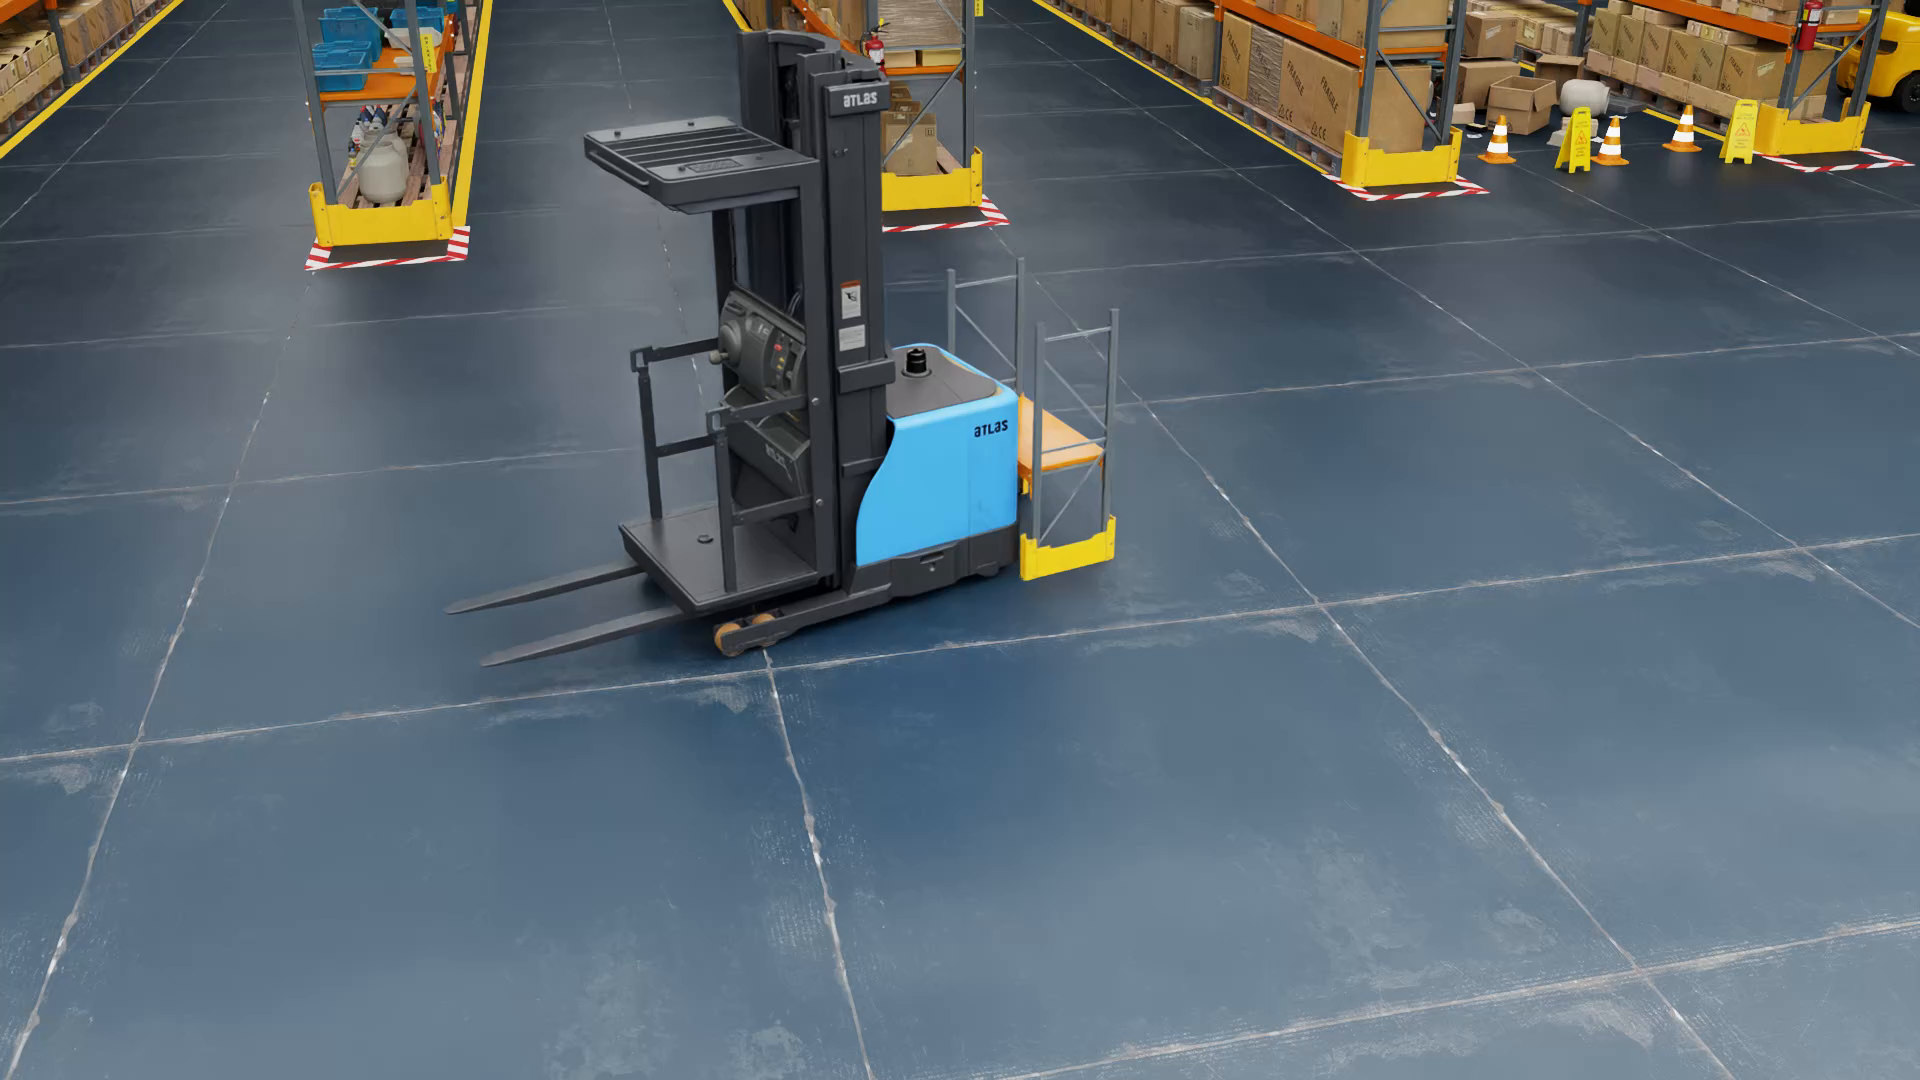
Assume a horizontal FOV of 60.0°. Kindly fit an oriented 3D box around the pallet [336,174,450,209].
[{"bbox_3d":[-5.430,-3.222,15.900,1.003,0.211,1.213,-6,27,-12],"label":"pallet"}]

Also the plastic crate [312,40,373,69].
[{"bbox_3d":[-5.734,-4.490,15.482,0.499,0.251,0.408,-6,27,-12],"label":"plastic crate"}]

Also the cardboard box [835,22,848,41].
[{"bbox_3d":[-1.069,-5.224,17.050,0.380,0.149,0.250,-6,27,-12],"label":"cardboard box"}]

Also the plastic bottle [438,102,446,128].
[{"bbox_3d":[-5.660,-4.644,18.147,0.061,0.283,0.133,-5,27,-9],"label":"plastic bottle"}]

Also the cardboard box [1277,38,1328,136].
[{"bbox_3d":[4.074,-4.960,18.139,0.875,0.875,0.875,-6,27,-12],"label":"cardboard box"}]

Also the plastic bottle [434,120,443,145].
[{"bbox_3d":[-5.516,-4.267,17.409,0.152,0.276,0.135,-5,27,-11],"label":"plastic bottle"}]

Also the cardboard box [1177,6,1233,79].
[{"bbox_3d":[3.363,-6.246,20.827,1.050,0.750,0.750,-6,27,-12],"label":"cardboard box"}]

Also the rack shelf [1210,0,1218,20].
[{"bbox_3d":[3.140,-7.357,21.795,1.077,0.370,4.000,-6,27,-12],"label":"rack shelf"}]

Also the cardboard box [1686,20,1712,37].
[{"bbox_3d":[8.598,-5.881,19.106,0.380,0.149,0.250,-5,27,-9],"label":"cardboard box"}]

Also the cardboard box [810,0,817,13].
[{"bbox_3d":[-1.466,-5.992,18.572,0.380,0.149,0.250,-6,27,-12],"label":"cardboard box"}]

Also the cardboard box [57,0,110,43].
[{"bbox_3d":[-11.997,-7.080,22.734,0.500,0.500,0.500,-7,28,-13],"label":"cardboard box"}]

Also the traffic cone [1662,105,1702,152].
[{"bbox_3d":[7.938,-4.516,18.184,0.336,0.463,0.334,-6,27,-12],"label":"traffic cone"}]

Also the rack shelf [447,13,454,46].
[{"bbox_3d":[-6.541,-6.394,19.888,1.077,0.370,4.000,-6,27,-12],"label":"rack shelf"}]

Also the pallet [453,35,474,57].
[{"bbox_3d":[-7.210,-6.690,22.771,1.003,0.211,1.213,-6,27,-12],"label":"pallet"}]

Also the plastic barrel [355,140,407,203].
[{"bbox_3d":[-5.412,-3.439,15.530,0.421,0.512,0.421,0,27,0],"label":"plastic barrel"}]

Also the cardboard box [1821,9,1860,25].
[{"bbox_3d":[9.417,-5.649,17.891,0.380,0.149,0.250,-6,27,-11],"label":"cardboard box"}]

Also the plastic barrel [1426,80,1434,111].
[{"bbox_3d":[5.341,-5.307,19.795,0.512,0.421,0.421,13,30,24],"label":"plastic barrel"}]

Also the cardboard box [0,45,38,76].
[{"bbox_3d":[-11.226,-5.648,19.574,0.500,0.311,0.500,-6,27,-12],"label":"cardboard box"}]

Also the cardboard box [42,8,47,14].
[{"bbox_3d":[-12.374,-6.787,22.153,0.500,0.500,0.500,-7,28,-13],"label":"cardboard box"}]

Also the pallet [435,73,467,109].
[{"bbox_3d":[-6.583,-5.470,20.353,1.003,0.211,1.213,-6,27,-12],"label":"pallet"}]

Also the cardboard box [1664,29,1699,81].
[{"bbox_3d":[8.629,-5.662,19.392,0.500,0.500,0.500,-7,28,-13],"label":"cardboard box"}]

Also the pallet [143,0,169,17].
[{"bbox_3d":[-13.152,-8.441,26.240,1.003,0.211,1.213,-6,27,-12],"label":"pallet"}]

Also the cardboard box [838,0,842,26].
[{"bbox_3d":[-0.761,-5.437,16.753,0.875,0.500,0.500,-6,27,-12],"label":"cardboard box"}]

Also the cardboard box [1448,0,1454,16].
[{"bbox_3d":[7.606,-7.868,24.460,0.950,0.372,0.625,-8,28,-15],"label":"cardboard box"}]

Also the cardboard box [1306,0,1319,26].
[{"bbox_3d":[4.215,-5.767,17.680,0.875,0.550,0.550,-6,27,-12],"label":"cardboard box"}]

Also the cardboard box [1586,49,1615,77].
[{"bbox_3d":[8.260,-6.020,20.934,0.500,0.250,0.500,-7,28,-14],"label":"cardboard box"}]

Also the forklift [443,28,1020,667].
[{"bbox_3d":[-1.194,-0.981,8.442,3.031,2.935,1.130,-15,31,-28],"label":"forklift"}]

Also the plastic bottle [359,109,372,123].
[{"bbox_3d":[-6.270,-4.372,17.534,0.144,0.351,0.185,-7,28,-14],"label":"plastic bottle"}]

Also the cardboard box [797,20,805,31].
[{"bbox_3d":[-1.724,-6.394,21.376,0.700,0.500,0.500,-4,27,-7],"label":"cardboard box"}]

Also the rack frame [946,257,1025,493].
[{"bbox_3d":[0.149,-0.918,9.904,0.500,1.500,0.032,-13,30,-24],"label":"rack frame"}]

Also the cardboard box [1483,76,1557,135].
[{"bbox_3d":[6.429,-4.990,19.078,0.637,0.503,0.797,19,32,32],"label":"cardboard box"}]

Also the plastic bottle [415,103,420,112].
[{"bbox_3d":[-5.805,-4.583,17.953,0.144,0.351,0.185,-6,27,-12],"label":"plastic bottle"}]

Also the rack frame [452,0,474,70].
[{"bbox_3d":[-6.992,-7.593,21.465,1.000,3.000,0.127,-6,27,-12],"label":"rack frame"}]

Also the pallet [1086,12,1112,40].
[{"bbox_3d":[2.514,-7.654,24.680,1.003,0.211,1.213,-6,27,-12],"label":"pallet"}]

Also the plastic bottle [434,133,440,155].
[{"bbox_3d":[-5.371,-4.038,16.961,0.097,0.271,0.097,0,27,0],"label":"plastic bottle"}]

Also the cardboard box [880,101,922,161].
[{"bbox_3d":[-0.656,-4.191,17.032,0.500,0.500,0.500,1,27,2],"label":"cardboard box"}]

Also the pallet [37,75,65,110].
[{"bbox_3d":[-11.671,-5.482,20.377,1.003,0.211,1.213,-6,27,-12],"label":"pallet"}]

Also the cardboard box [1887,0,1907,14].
[{"bbox_3d":[13.097,-7.208,22.871,0.875,0.625,0.625,-5,27,-9],"label":"cardboard box"}]

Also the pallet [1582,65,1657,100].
[{"bbox_3d":[8.576,-5.811,21.028,1.003,0.211,1.213,-6,27,-12],"label":"pallet"}]

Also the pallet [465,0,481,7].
[{"bbox_3d":[-8.097,-8.423,26.205,1.003,0.211,1.213,-6,27,-12],"label":"pallet"}]

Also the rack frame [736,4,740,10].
[{"bbox_3d":[-3.068,-9.852,25.941,1.000,3.000,0.127,-6,27,-12],"label":"rack frame"}]

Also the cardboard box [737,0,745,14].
[{"bbox_3d":[-2.702,-8.420,24.996,1.225,0.875,0.875,-7,28,-13],"label":"cardboard box"}]

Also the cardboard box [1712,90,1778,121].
[{"bbox_3d":[8.842,-4.889,18.692,0.500,0.250,0.500,-6,27,-12],"label":"cardboard box"}]

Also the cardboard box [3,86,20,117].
[{"bbox_3d":[-11.000,-4.950,18.814,0.500,0.250,0.500,-7,28,-13],"label":"cardboard box"}]

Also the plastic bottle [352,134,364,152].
[{"bbox_3d":[-6.060,-3.937,16.756,0.152,0.276,0.135,-6,27,-11],"label":"plastic bottle"}]

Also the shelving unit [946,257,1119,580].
[{"bbox_3d":[0.380,-0.719,9.509,0.587,1.500,1.083,-13,30,-24],"label":"shelving unit"}]

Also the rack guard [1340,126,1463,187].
[{"bbox_3d":[4.497,-3.917,16.956,1.175,0.500,0.348,-6,27,-12],"label":"rack guard"}]

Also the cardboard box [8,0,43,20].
[{"bbox_3d":[-12.275,-6.918,21.582,0.500,0.250,0.500,-5,27,-10],"label":"cardboard box"}]

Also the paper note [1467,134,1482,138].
[{"bbox_3d":[5.802,-4.560,18.752,0.144,0.017,0.142,3,27,6],"label":"paper note"}]

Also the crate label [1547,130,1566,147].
[{"bbox_3d":[6.696,-4.447,18.409,0.250,0.136,0.298,-23,35,-38],"label":"crate label"}]

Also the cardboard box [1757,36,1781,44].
[{"bbox_3d":[9.251,-5.507,19.085,0.500,0.500,0.500,-7,28,-14],"label":"cardboard box"}]

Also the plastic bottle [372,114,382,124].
[{"bbox_3d":[-6.162,-4.368,17.615,0.097,0.271,0.097,0,27,0],"label":"plastic bottle"}]

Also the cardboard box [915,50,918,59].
[{"bbox_3d":[-0.233,-4.733,16.078,0.380,0.149,0.250,-6,27,-12],"label":"cardboard box"}]

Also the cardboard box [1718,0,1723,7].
[{"bbox_3d":[8.789,-6.072,18.731,0.380,0.149,0.250,-6,27,-11],"label":"cardboard box"}]

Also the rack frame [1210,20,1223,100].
[{"bbox_3d":[3.590,-6.800,19.893,1.000,3.000,0.127,-6,27,-12],"label":"rack frame"}]
